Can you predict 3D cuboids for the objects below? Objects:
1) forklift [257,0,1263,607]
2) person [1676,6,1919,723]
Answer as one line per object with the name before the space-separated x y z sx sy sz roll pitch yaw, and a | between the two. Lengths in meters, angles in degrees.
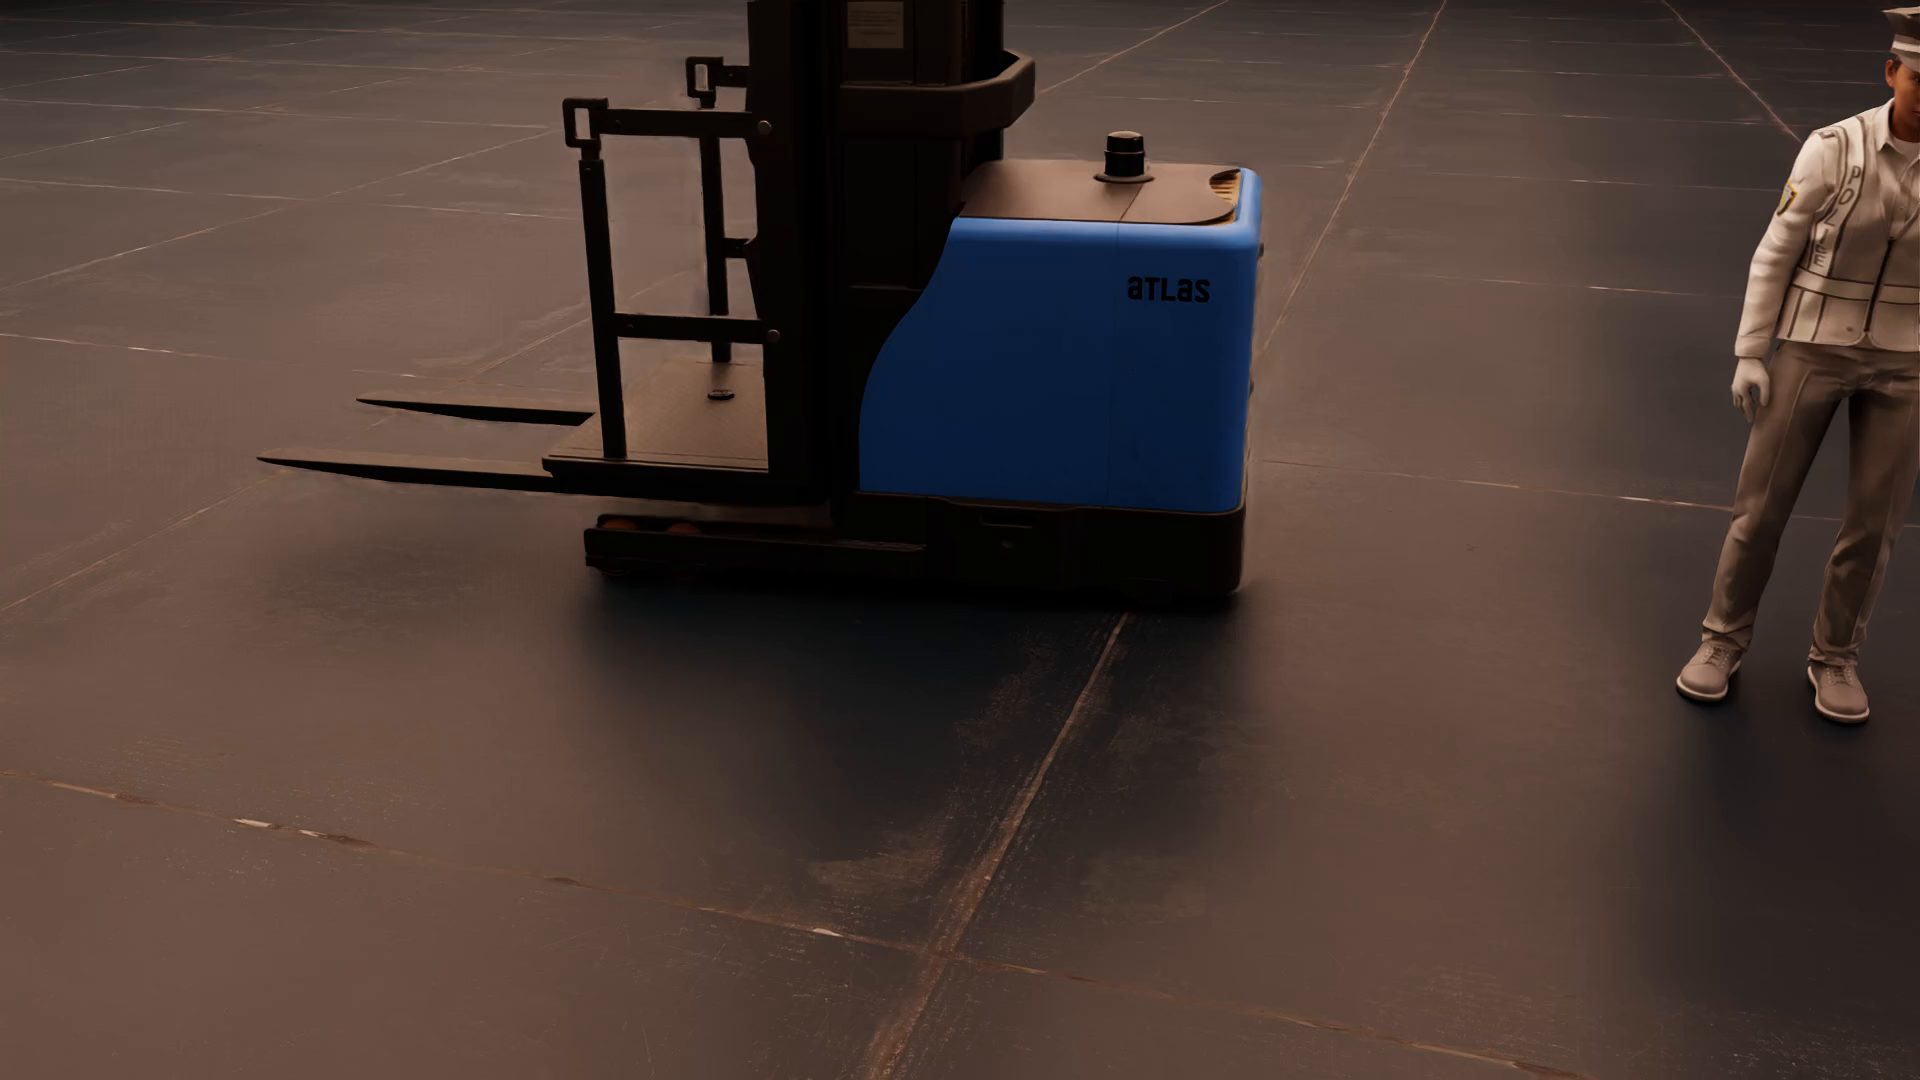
forklift | -0.635 -1.428 4.738 3.031 2.935 1.130 4 23 9
person | 2.096 -0.391 3.892 0.529 1.662 0.376 9 24 20
